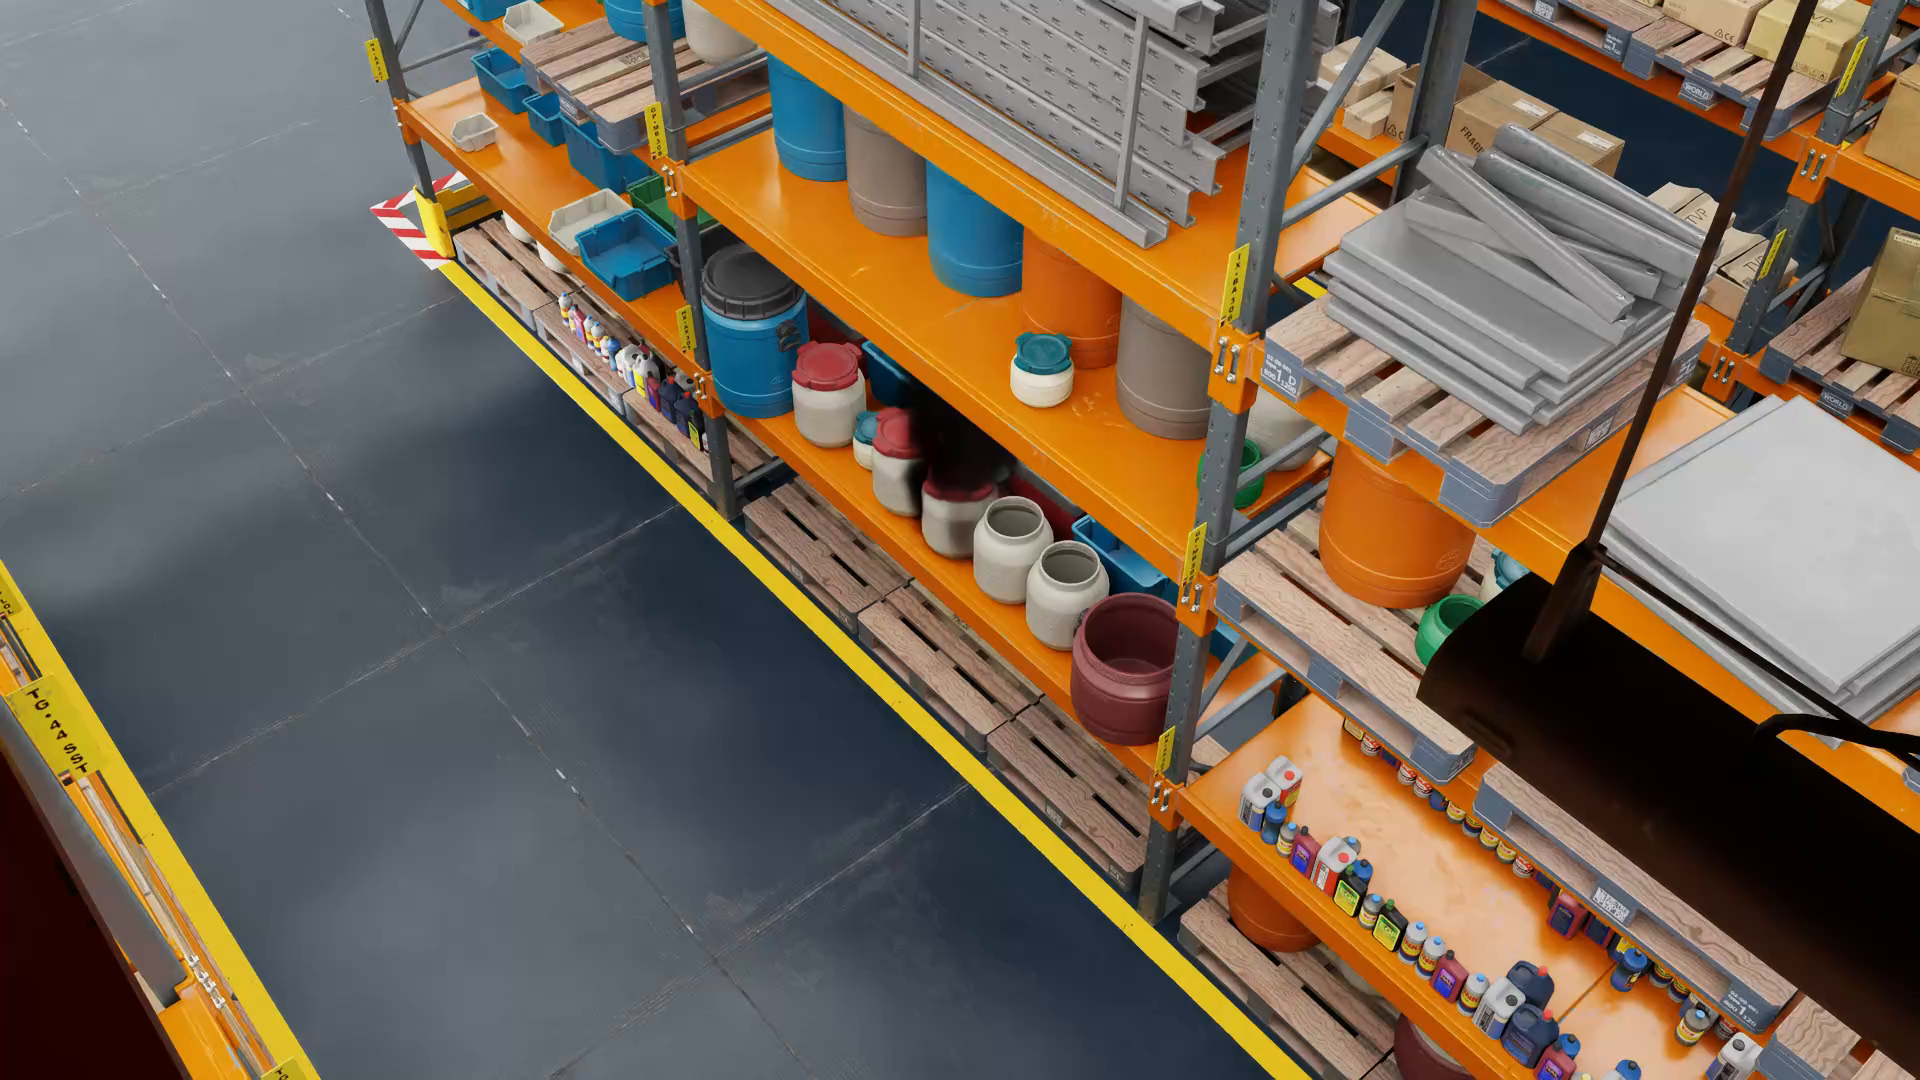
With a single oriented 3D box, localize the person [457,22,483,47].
[{"bbox_3d":[-4.276,-5.201,14.835,0.769,1.624,0.607,-16,49,-15],"label":"person"}]
